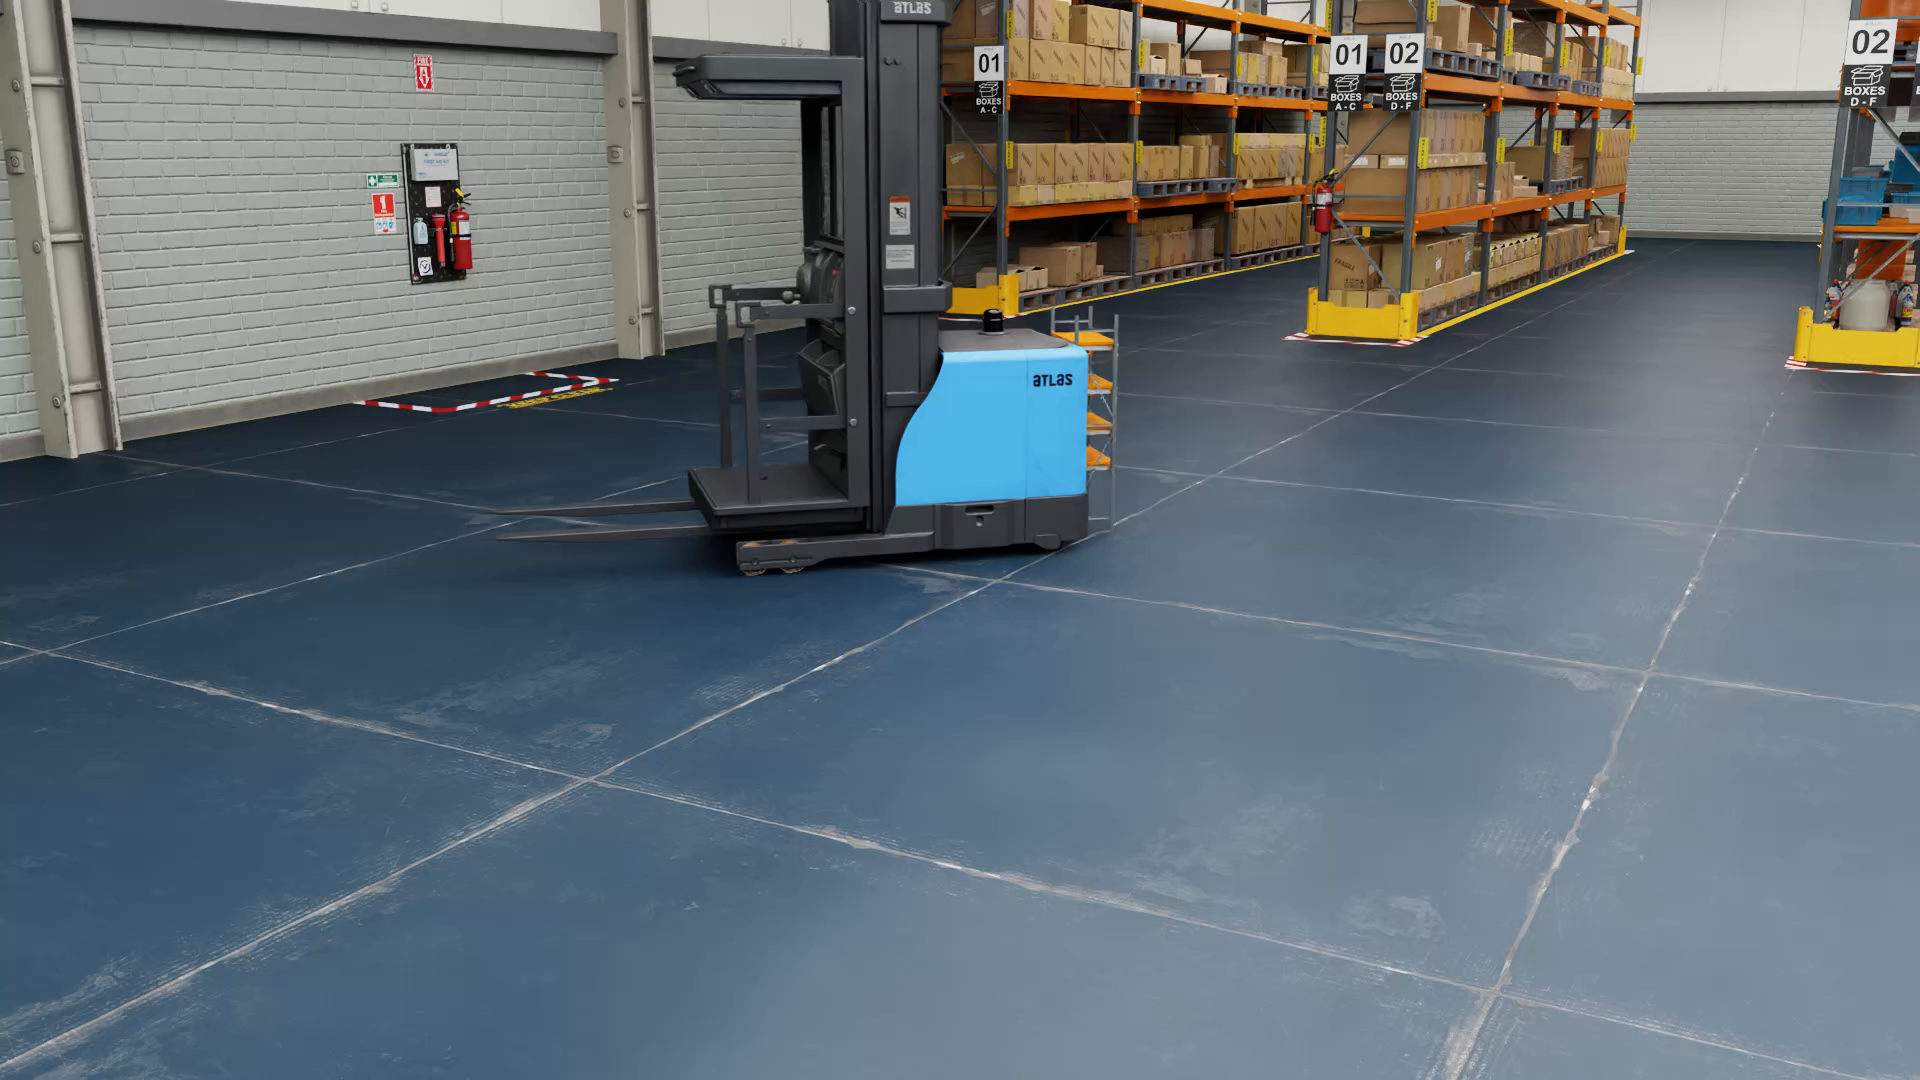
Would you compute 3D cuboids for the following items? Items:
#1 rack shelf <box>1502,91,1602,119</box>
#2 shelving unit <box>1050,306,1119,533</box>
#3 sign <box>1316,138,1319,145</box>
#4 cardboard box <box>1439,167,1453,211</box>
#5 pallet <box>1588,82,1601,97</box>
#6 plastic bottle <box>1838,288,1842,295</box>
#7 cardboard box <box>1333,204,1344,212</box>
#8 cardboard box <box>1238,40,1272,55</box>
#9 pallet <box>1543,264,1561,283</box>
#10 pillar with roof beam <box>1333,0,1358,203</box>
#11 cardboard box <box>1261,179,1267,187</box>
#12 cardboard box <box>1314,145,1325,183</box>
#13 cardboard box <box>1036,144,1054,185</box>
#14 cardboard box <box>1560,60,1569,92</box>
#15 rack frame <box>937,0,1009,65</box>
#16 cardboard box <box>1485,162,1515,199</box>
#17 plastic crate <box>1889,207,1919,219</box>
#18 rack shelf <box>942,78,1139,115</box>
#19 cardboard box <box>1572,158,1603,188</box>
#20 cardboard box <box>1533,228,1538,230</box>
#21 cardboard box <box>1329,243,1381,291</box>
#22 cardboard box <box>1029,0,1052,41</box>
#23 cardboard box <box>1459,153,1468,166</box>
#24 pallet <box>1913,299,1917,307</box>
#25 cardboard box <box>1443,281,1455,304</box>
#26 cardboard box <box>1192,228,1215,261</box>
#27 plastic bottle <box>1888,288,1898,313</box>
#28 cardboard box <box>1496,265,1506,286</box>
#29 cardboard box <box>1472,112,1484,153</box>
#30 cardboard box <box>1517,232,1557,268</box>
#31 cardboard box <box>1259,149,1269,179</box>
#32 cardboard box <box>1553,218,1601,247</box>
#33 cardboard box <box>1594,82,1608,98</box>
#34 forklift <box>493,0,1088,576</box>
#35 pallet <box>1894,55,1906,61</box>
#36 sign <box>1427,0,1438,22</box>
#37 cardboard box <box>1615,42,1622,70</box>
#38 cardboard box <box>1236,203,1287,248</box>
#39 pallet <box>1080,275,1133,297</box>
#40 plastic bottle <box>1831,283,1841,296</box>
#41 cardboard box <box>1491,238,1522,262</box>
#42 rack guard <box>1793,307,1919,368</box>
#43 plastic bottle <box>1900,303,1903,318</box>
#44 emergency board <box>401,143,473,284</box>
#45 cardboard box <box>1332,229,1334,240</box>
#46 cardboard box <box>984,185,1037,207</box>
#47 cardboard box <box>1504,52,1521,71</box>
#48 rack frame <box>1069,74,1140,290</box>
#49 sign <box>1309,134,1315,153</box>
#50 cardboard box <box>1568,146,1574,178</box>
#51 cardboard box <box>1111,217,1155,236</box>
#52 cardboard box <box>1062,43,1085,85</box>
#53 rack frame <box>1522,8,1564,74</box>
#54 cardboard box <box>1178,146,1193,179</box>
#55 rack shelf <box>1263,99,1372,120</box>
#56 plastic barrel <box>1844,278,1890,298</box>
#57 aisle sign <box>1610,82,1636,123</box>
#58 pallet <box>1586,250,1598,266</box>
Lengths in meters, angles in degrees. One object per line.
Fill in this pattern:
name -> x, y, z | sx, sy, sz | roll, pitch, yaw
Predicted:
rack shelf -> 9.291, -6.892, 26.357 | 1.077, 0.370, 4.000 | 7, 15, 28
shelving unit -> 0.681, -0.677, 9.282 | 0.258, 1.200, 0.503 | -3, 14, -12
sign -> 7.370, -8.099, 34.210 | 0.100, 0.325, 0.005 | 7, 15, 28
cardboard box -> 5.439, -4.193, 19.812 | 0.700, 0.500, 0.500 | 8, 16, 30
pallet -> 9.881, -7.435, 27.475 | 1.213, 0.211, 1.003 | 7, 15, 28
plastic bottle -> 9.841, -2.687, 18.660 | 0.097, 0.271, 0.097 | 0, 14, 0
cardboard box -> 7.577, -6.625, 33.167 | 0.380, 0.149, 0.250 | 8, 16, 30
cardboard box -> 5.125, -8.559, 28.984 | 0.500, 0.250, 0.500 | 7, 15, 26
pallet -> 8.718, -4.167, 25.866 | 1.003, 0.211, 1.213 | 7, 15, 28
pillar with roof beam -> 12.169, -10.656, 34.033 | 9.100, 9.000, 0.400 | 7, 15, 28
cardboard box -> 5.079, -6.179, 28.756 | 0.380, 0.149, 0.250 | 7, 15, 28
cardboard box -> 6.553, -7.159, 31.688 | 0.980, 0.700, 0.700 | 7, 15, 27
cardboard box -> 0.860, -4.758, 21.047 | 0.500, 0.500, 0.500 | 7, 15, 28
cardboard box -> 8.752, -7.078, 25.380 | 0.910, 0.500, 0.500 | 7, 15, 28
rack frame -> 0.118, -7.209, 19.736 | 1.000, 3.000, 0.127 | 7, 15, 28
cardboard box -> 7.527, -5.076, 23.475 | 0.500, 0.500, 0.500 | 6, 15, 25
plastic crate -> 10.161, -3.501, 17.717 | 0.530, 0.136, 0.437 | 7, 15, 28
rack shelf -> 1.085, -5.811, 21.874 | 1.077, 0.370, 4.000 | 7, 15, 28
cardboard box -> 10.742, -6.316, 28.620 | 0.500, 0.500, 0.500 | 8, 16, 30
cardboard box -> 9.069, -4.805, 26.959 | 0.500, 0.500, 0.500 | 7, 15, 26
cardboard box -> 4.455, -3.108, 18.895 | 0.500, 0.500, 0.500 | 7, 15, 28
cardboard box -> 0.804, -6.444, 20.573 | 0.500, 0.500, 0.500 | 7, 15, 27
cardboard box -> 5.953, -4.628, 20.233 | 0.380, 0.149, 0.250 | 7, 15, 28
pallet -> 11.070, -2.801, 20.200 | 1.003, 0.211, 1.213 | 7, 15, 28
cardboard box -> 5.637, -2.992, 20.015 | 0.500, 0.250, 0.500 | 7, 15, 28
cardboard box -> 3.683, -4.779, 26.851 | 0.700, 0.500, 0.500 | 8, 16, 29
plastic bottle -> 10.431, -2.688, 18.656 | 0.152, 0.276, 0.135 | 7, 15, 28
cardboard box -> 7.050, -3.580, 22.452 | 0.500, 0.250, 0.500 | 8, 16, 29
cardboard box -> 6.181, -5.140, 20.974 | 0.700, 0.500, 0.500 | 7, 15, 28
cardboard box -> 8.794, -4.433, 25.417 | 0.500, 0.500, 0.500 | 8, 16, 30
cardboard box -> 4.946, -6.416, 28.354 | 0.500, 0.500, 0.500 | 7, 15, 28
cardboard box -> 11.161, -5.580, 30.168 | 0.797, 0.503, 0.637 | 7, 15, 28
cardboard box -> 10.709, -7.651, 28.290 | 0.500, 0.250, 0.500 | 7, 15, 28
forklift -> -0.899, -1.384, 8.518 | 3.031, 2.935, 1.130 | -4, 14, -15
pallet -> 10.461, -5.198, 18.198 | 1.213, 0.211, 1.003 | 7, 15, 28
sign -> 4.939, -5.590, 17.385 | 0.100, 0.325, 0.005 | 7, 15, 28
cardboard box -> 11.493, -8.693, 29.943 | 0.700, 0.500, 0.500 | 7, 15, 28
cardboard box -> 5.292, -5.583, 29.482 | 0.750, 0.750, 0.750 | 8, 16, 30
pallet -> 1.758, -3.616, 23.582 | 1.003, 0.211, 1.213 | 7, 15, 28
plastic bottle -> 9.674, -2.672, 18.432 | 0.144, 0.351, 0.185 | 7, 15, 28
cardboard box -> 7.550, -4.065, 23.269 | 0.500, 0.311, 0.500 | 8, 16, 30
rack guard -> 8.786, -1.976, 16.163 | 1.175, 0.500, 0.348 | 7, 15, 28
plastic bottle -> 10.301, -2.514, 18.092 | 0.097, 0.201, 0.097 | 0, 14, 0
emergency board -> -4.429, -2.801, 14.250 | 0.194, 1.169, 0.643 | 7, 15, 28
cardboard box -> 6.866, -6.093, 32.345 | 0.700, 0.500, 0.500 | 8, 16, 29
cardboard box -> 0.632, -4.294, 20.720 | 0.500, 0.250, 0.500 | 7, 15, 26
cardboard box -> 7.368, -6.528, 22.733 | 0.500, 0.250, 0.500 | 6, 15, 23
rack frame -> 2.052, -5.113, 23.843 | 1.000, 3.000, 0.127 | 7, 15, 28
sign -> 6.399, -7.219, 30.278 | 0.100, 0.325, 0.005 | 7, 15, 28
cardboard box -> 9.457, -6.077, 26.733 | 0.700, 0.500, 0.500 | 3, 14, 14
cardboard box -> 2.603, -4.720, 25.007 | 0.500, 0.250, 0.500 | 7, 15, 27
cardboard box -> 1.277, -6.175, 21.590 | 0.500, 0.500, 0.500 | 8, 16, 31
rack frame -> 8.324, -8.290, 24.219 | 1.000, 3.000, 0.127 | 7, 15, 28
cardboard box -> 3.184, -5.841, 25.708 | 0.700, 0.500, 0.500 | 7, 15, 28
rack shelf -> 6.886, -8.273, 32.086 | 1.077, 0.370, 4.000 | 7, 15, 28
plastic barrel -> 9.284, -2.411, 17.048 | 0.421, 0.512, 0.421 | 0, 14, 0
aisle sign -> 12.492, -8.258, 31.340 | 0.394, 0.787, 0.004 | 7, 15, 28
pallet -> 10.590, -4.979, 29.237 | 1.003, 0.211, 1.213 | 7, 15, 28
